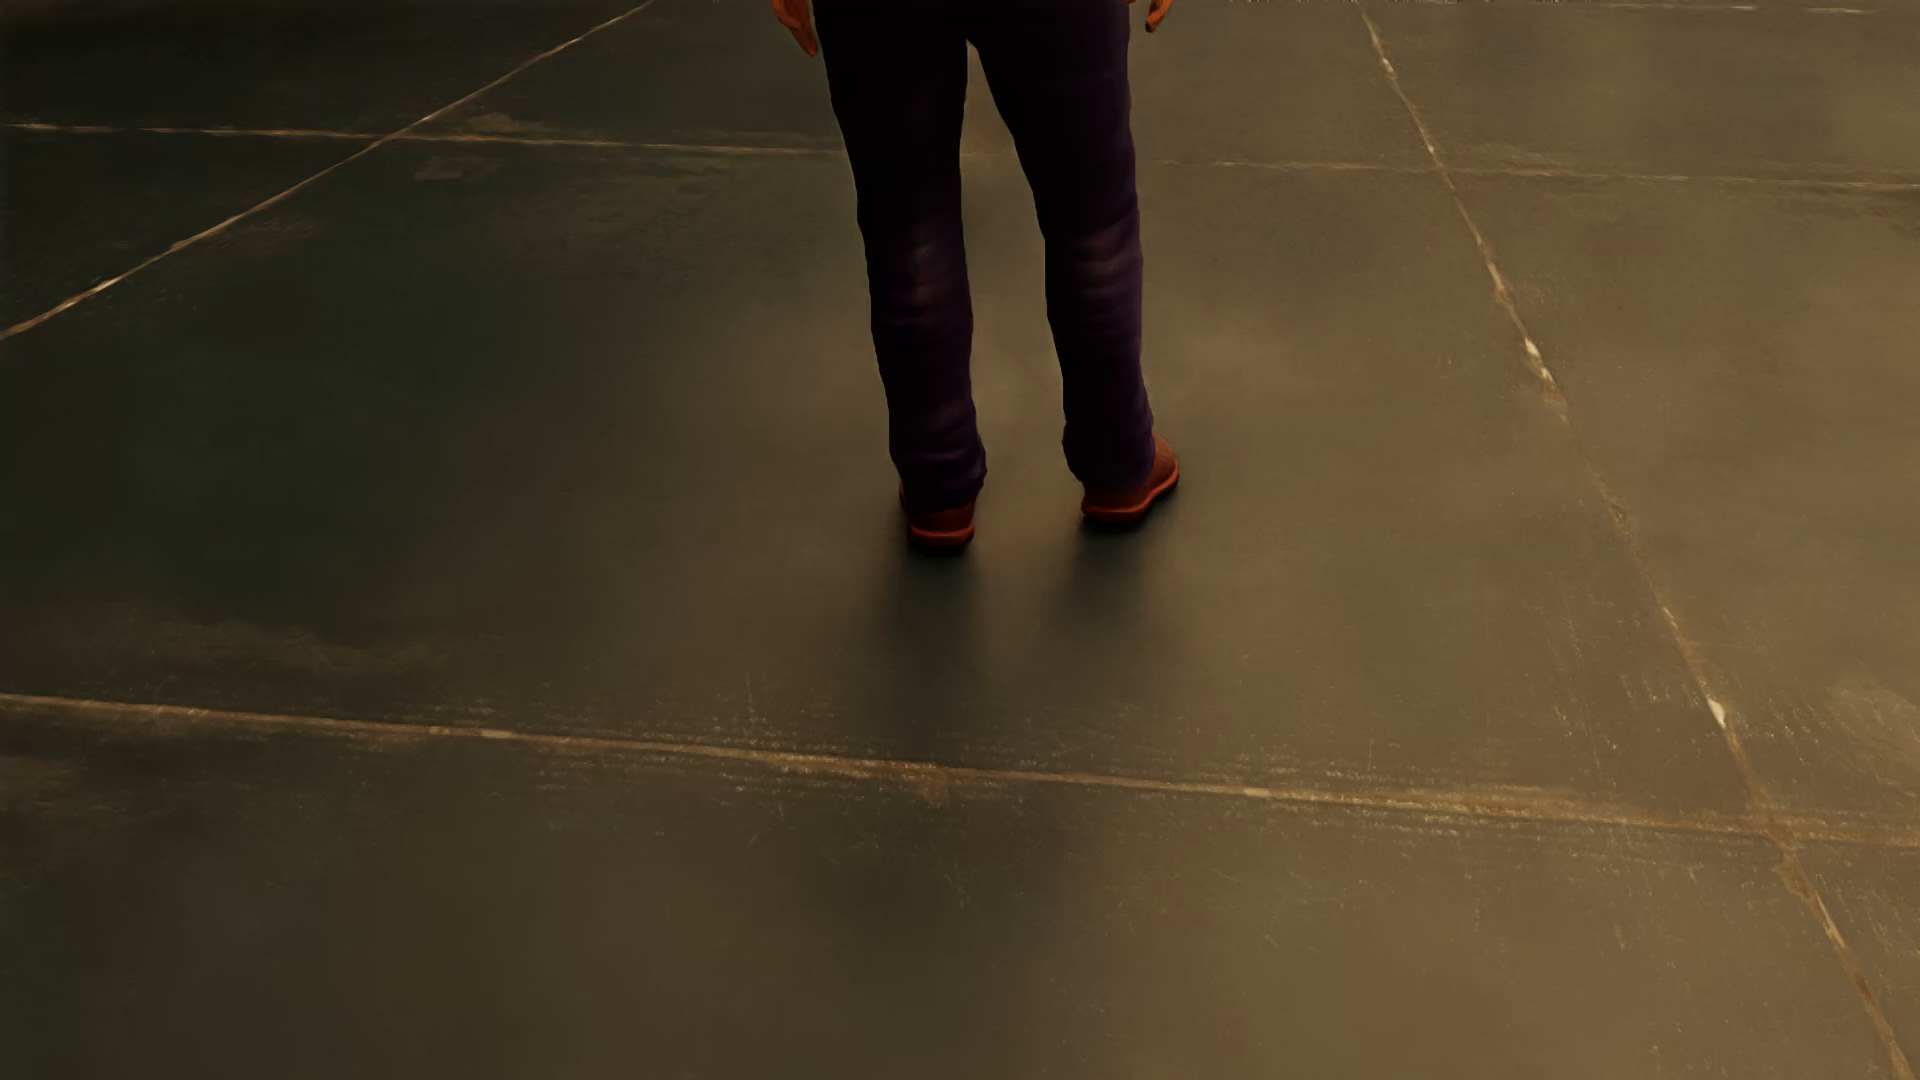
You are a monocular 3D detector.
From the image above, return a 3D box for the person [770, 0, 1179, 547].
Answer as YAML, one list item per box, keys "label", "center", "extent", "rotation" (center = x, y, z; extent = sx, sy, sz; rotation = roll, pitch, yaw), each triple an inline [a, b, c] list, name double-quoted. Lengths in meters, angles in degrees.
- label: "person"
  center: [0.035, -0.782, 2.206]
  extent: [0.599, 1.650, 0.502]
  rotation: [3, 27, 7]
